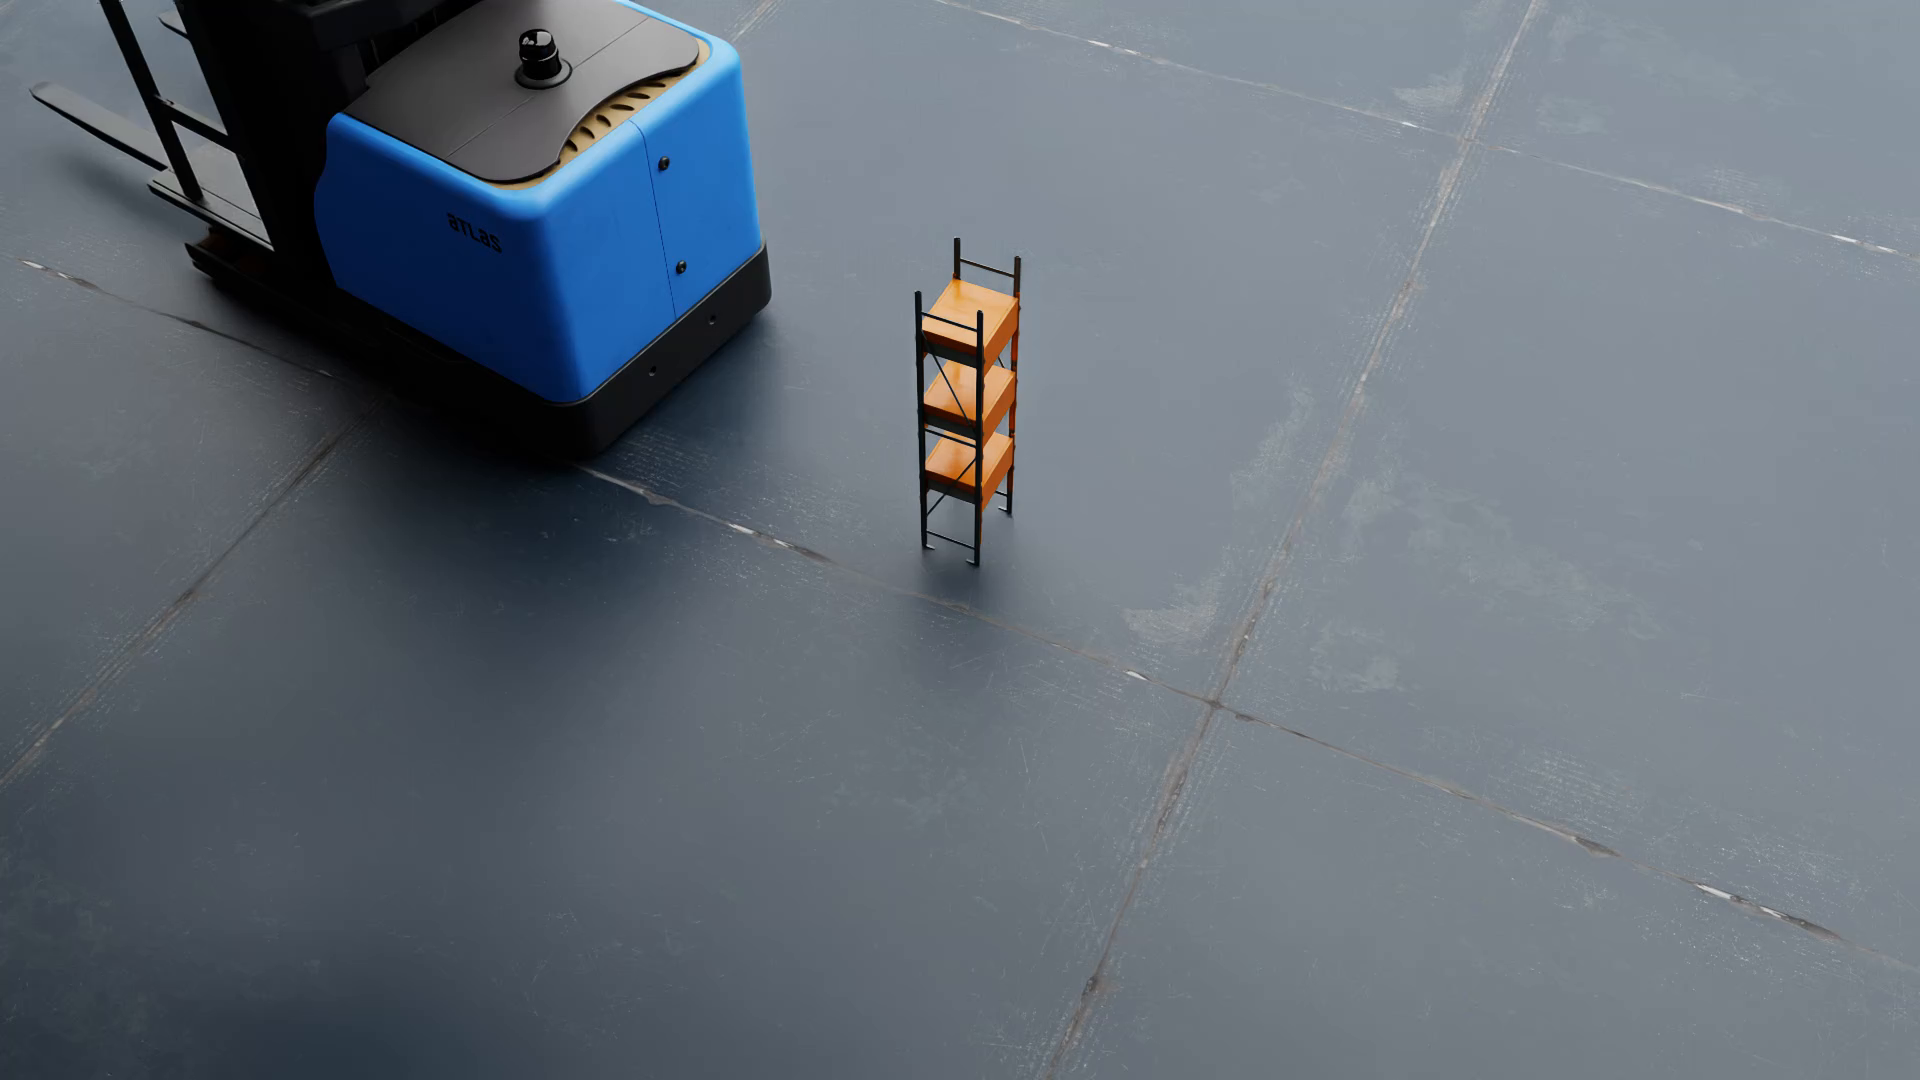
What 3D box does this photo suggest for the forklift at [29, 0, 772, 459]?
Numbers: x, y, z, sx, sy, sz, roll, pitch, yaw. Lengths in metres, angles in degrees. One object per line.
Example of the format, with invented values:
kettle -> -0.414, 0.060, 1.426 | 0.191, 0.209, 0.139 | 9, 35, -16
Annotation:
forklift -> -2.172, -2.114, 5.124 | 3.031, 2.935, 1.130 | 27, 55, 21

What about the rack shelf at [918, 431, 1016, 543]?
rack shelf -> 0.023, -0.190, 5.101 | 0.215, 0.259, 0.240 | 20, 52, 16

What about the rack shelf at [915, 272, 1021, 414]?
rack shelf -> 0.023, -0.554, 4.673 | 0.215, 0.259, 0.240 | 20, 52, 16

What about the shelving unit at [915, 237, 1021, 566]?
shelving unit -> 0.023, -0.377, 4.882 | 0.215, 1.050, 0.252 | 20, 52, 16

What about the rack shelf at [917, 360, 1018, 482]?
rack shelf -> 0.023, -0.370, 4.890 | 0.215, 0.259, 0.240 | 20, 52, 16

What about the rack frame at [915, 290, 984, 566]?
rack frame -> -0.029, -0.293, 4.810 | 0.200, 1.050, 0.008 | 20, 52, 16

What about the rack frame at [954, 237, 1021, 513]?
rack frame -> 0.075, -0.461, 4.953 | 0.200, 1.050, 0.008 | 20, 52, 16
